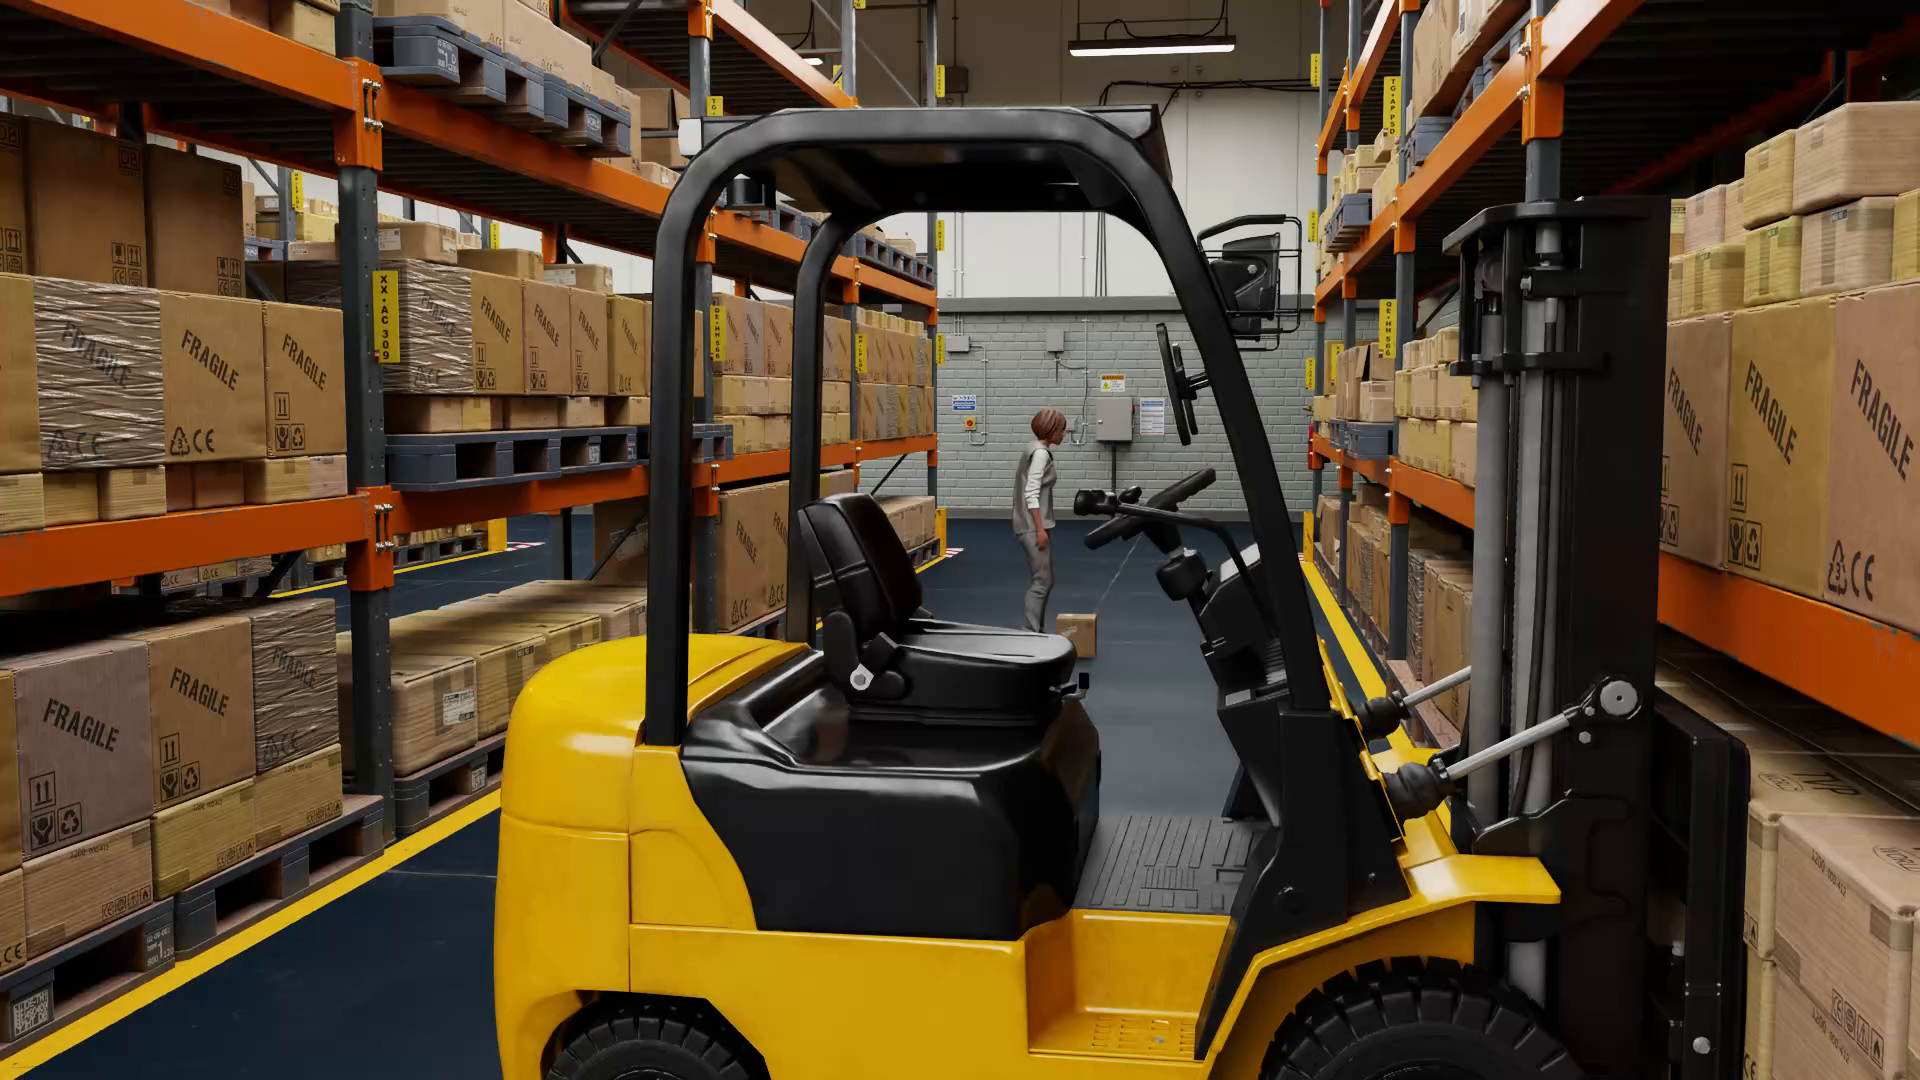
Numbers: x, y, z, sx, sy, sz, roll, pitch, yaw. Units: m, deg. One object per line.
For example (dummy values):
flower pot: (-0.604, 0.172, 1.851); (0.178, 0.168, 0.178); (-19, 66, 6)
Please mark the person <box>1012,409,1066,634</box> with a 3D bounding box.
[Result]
person: (0.510, -0.051, 10.761); (0.347, 1.592, 0.475); (0, 5, 5)
